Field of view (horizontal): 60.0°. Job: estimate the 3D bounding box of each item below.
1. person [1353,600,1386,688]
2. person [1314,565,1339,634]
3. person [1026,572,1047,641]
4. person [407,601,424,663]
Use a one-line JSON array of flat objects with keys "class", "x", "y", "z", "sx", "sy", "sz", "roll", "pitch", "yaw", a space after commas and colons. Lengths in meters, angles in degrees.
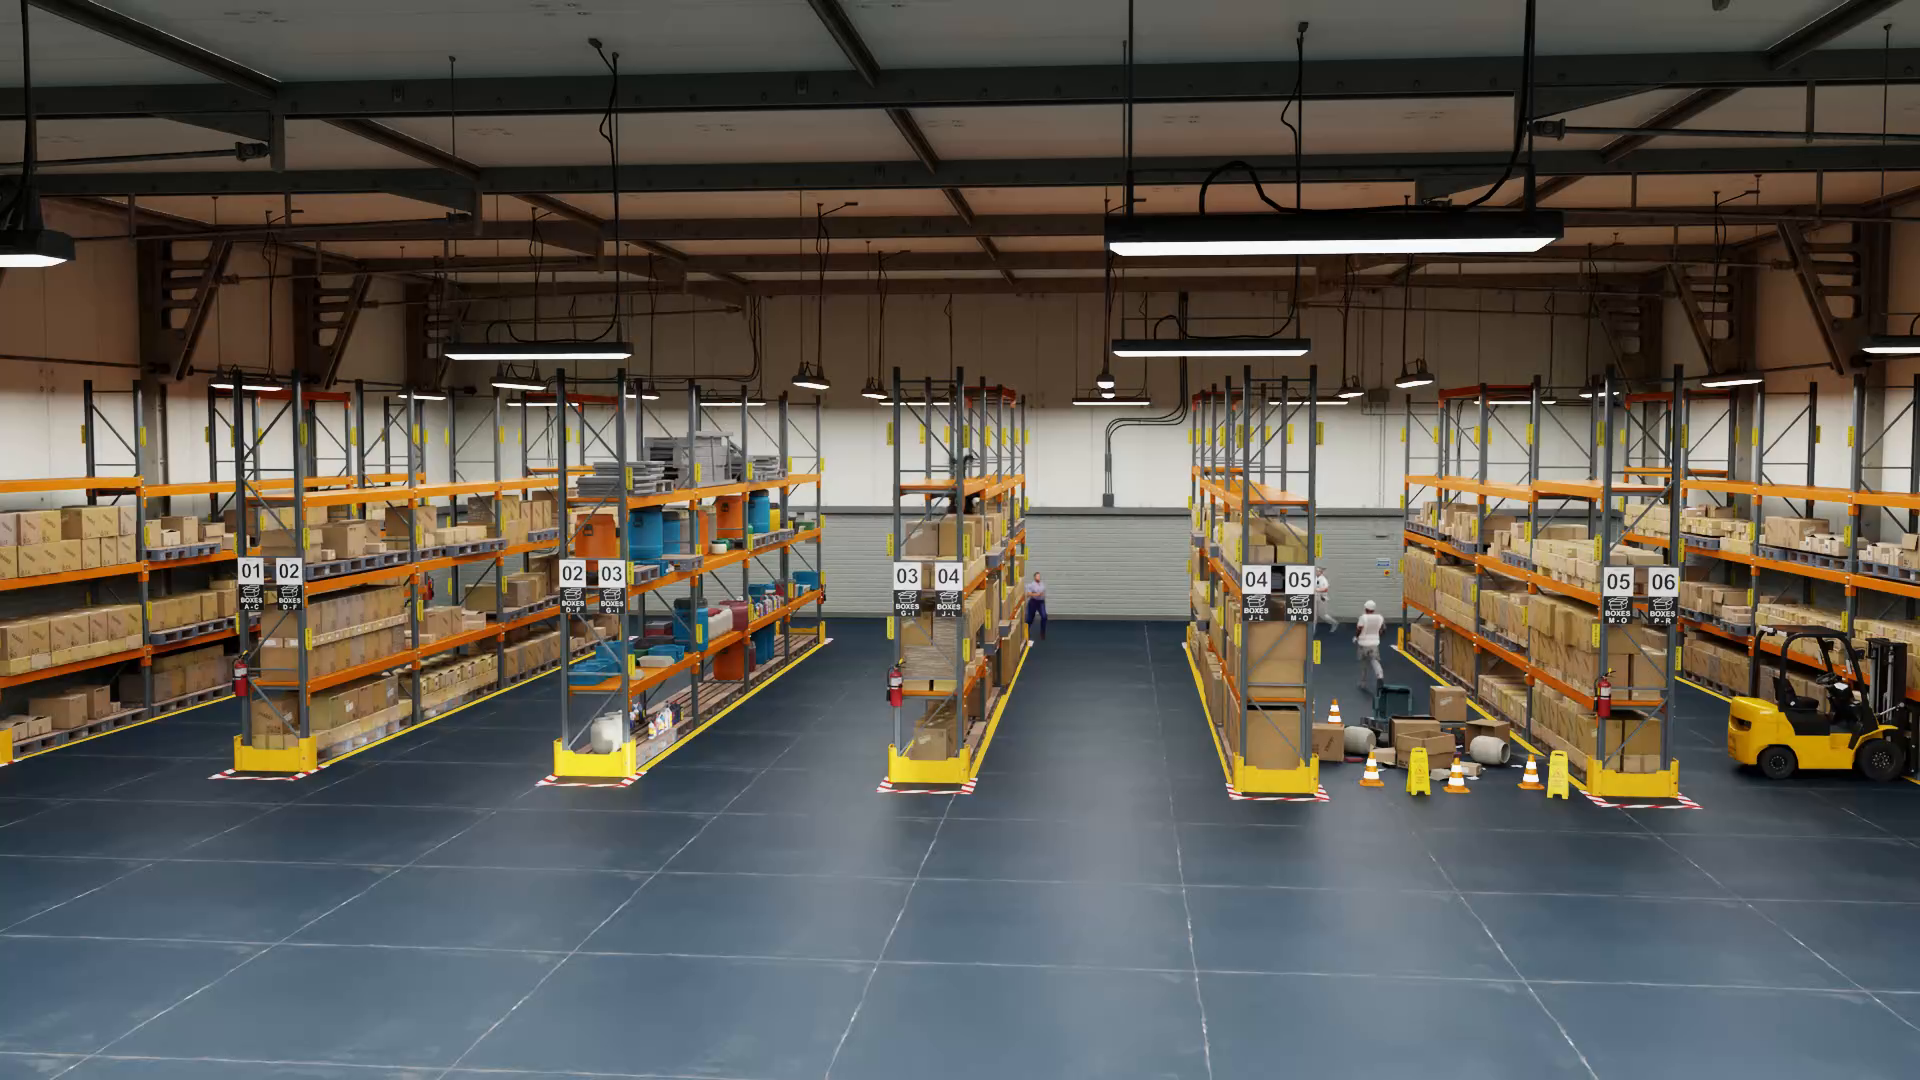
[{"class": "person", "x": 8.091, "y": 2.070, "z": 32.826, "sx": 0.679, "sy": 1.764, "sz": 0.957, "roll": 0, "pitch": 4, "yaw": -5}, {"class": "person", "x": 9.044, "y": 1.510, "z": 41.750, "sx": 0.912, "sy": 1.759, "sz": 0.669, "roll": -1, "pitch": 4, "yaw": -19}, {"class": "person", "x": 1.879, "y": 1.633, "z": 41.028, "sx": 0.584, "sy": 1.707, "sz": 0.841, "roll": -2, "pitch": 4, "yaw": -27}, {"class": "person", "x": -10.972, "y": 2.058, "z": 33.538, "sx": 0.699, "sy": 1.719, "sz": 0.563, "roll": 0, "pitch": 4, "yaw": 8}]
